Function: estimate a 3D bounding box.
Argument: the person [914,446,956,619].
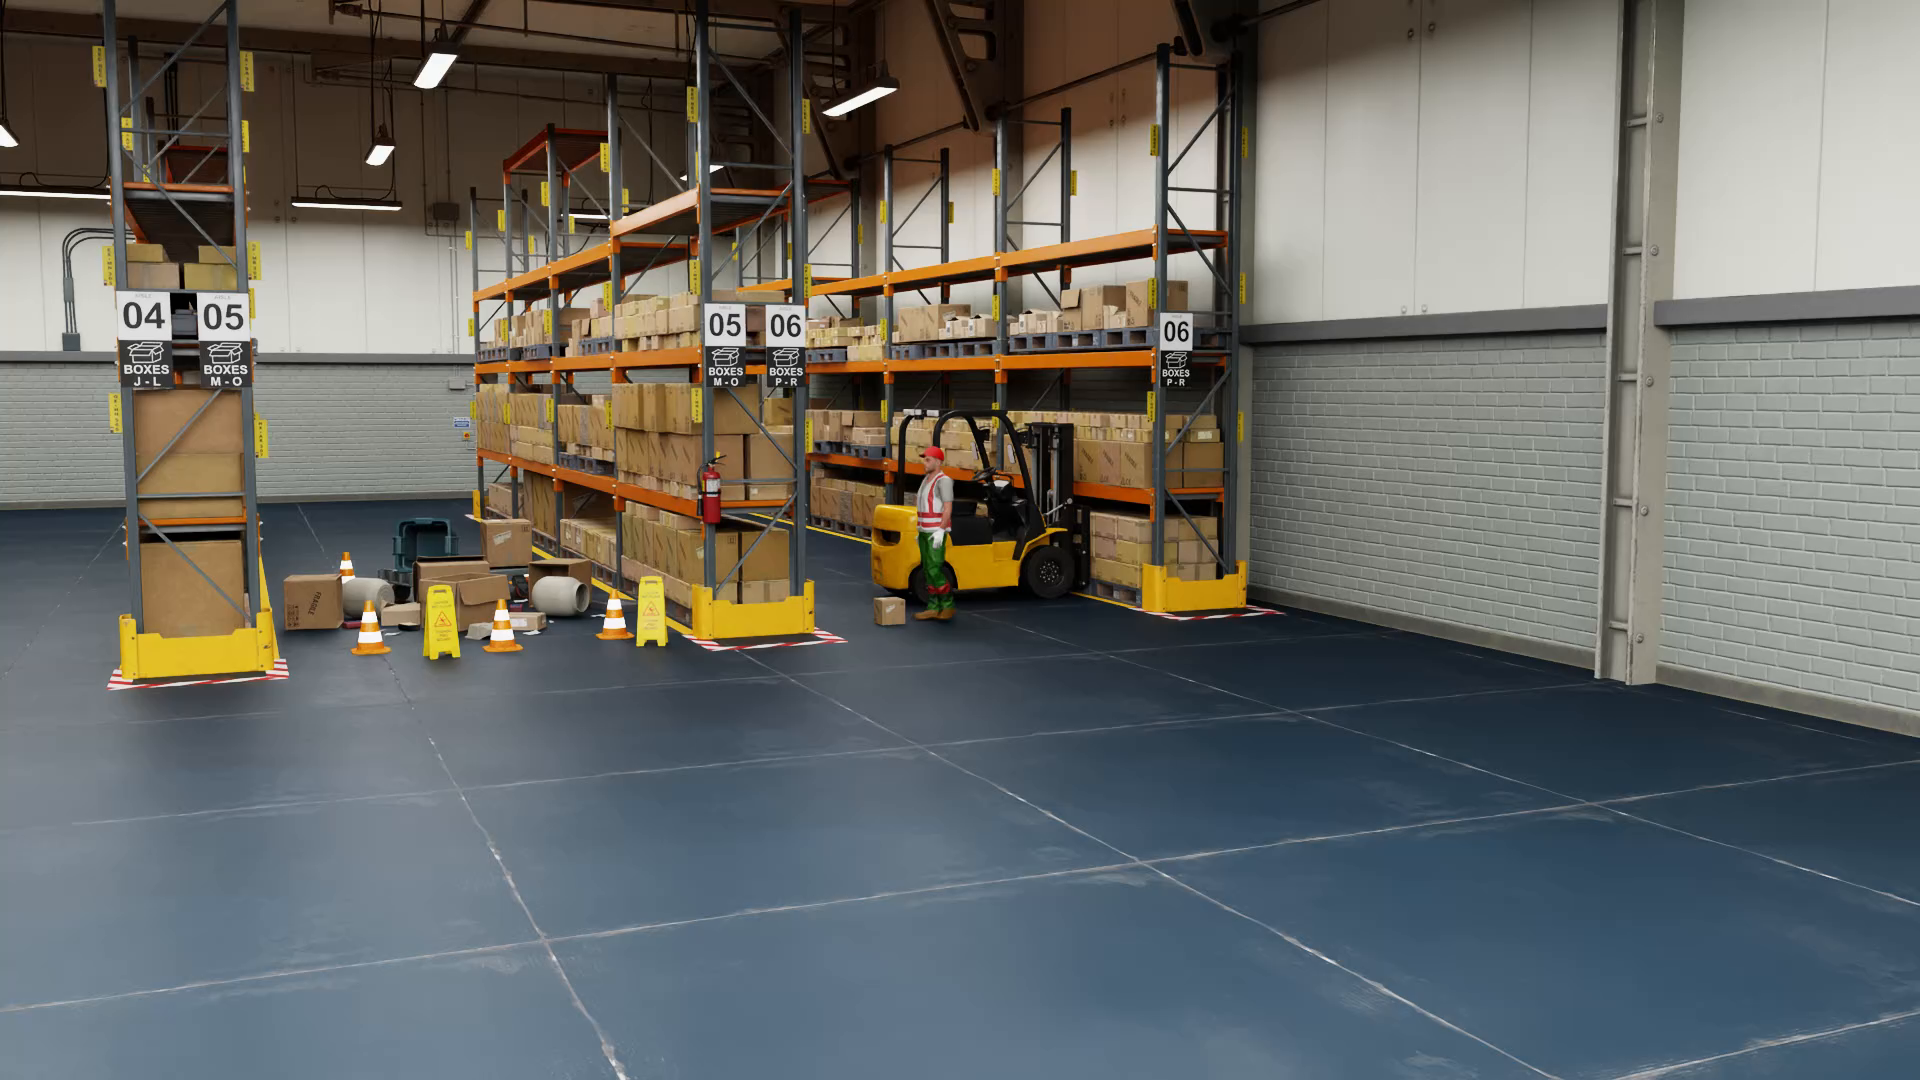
[{"bbox_3d":[-0.265,-0.073,17.168,0.390,1.790,0.556,-3,6,-28],"label":"person"}]
